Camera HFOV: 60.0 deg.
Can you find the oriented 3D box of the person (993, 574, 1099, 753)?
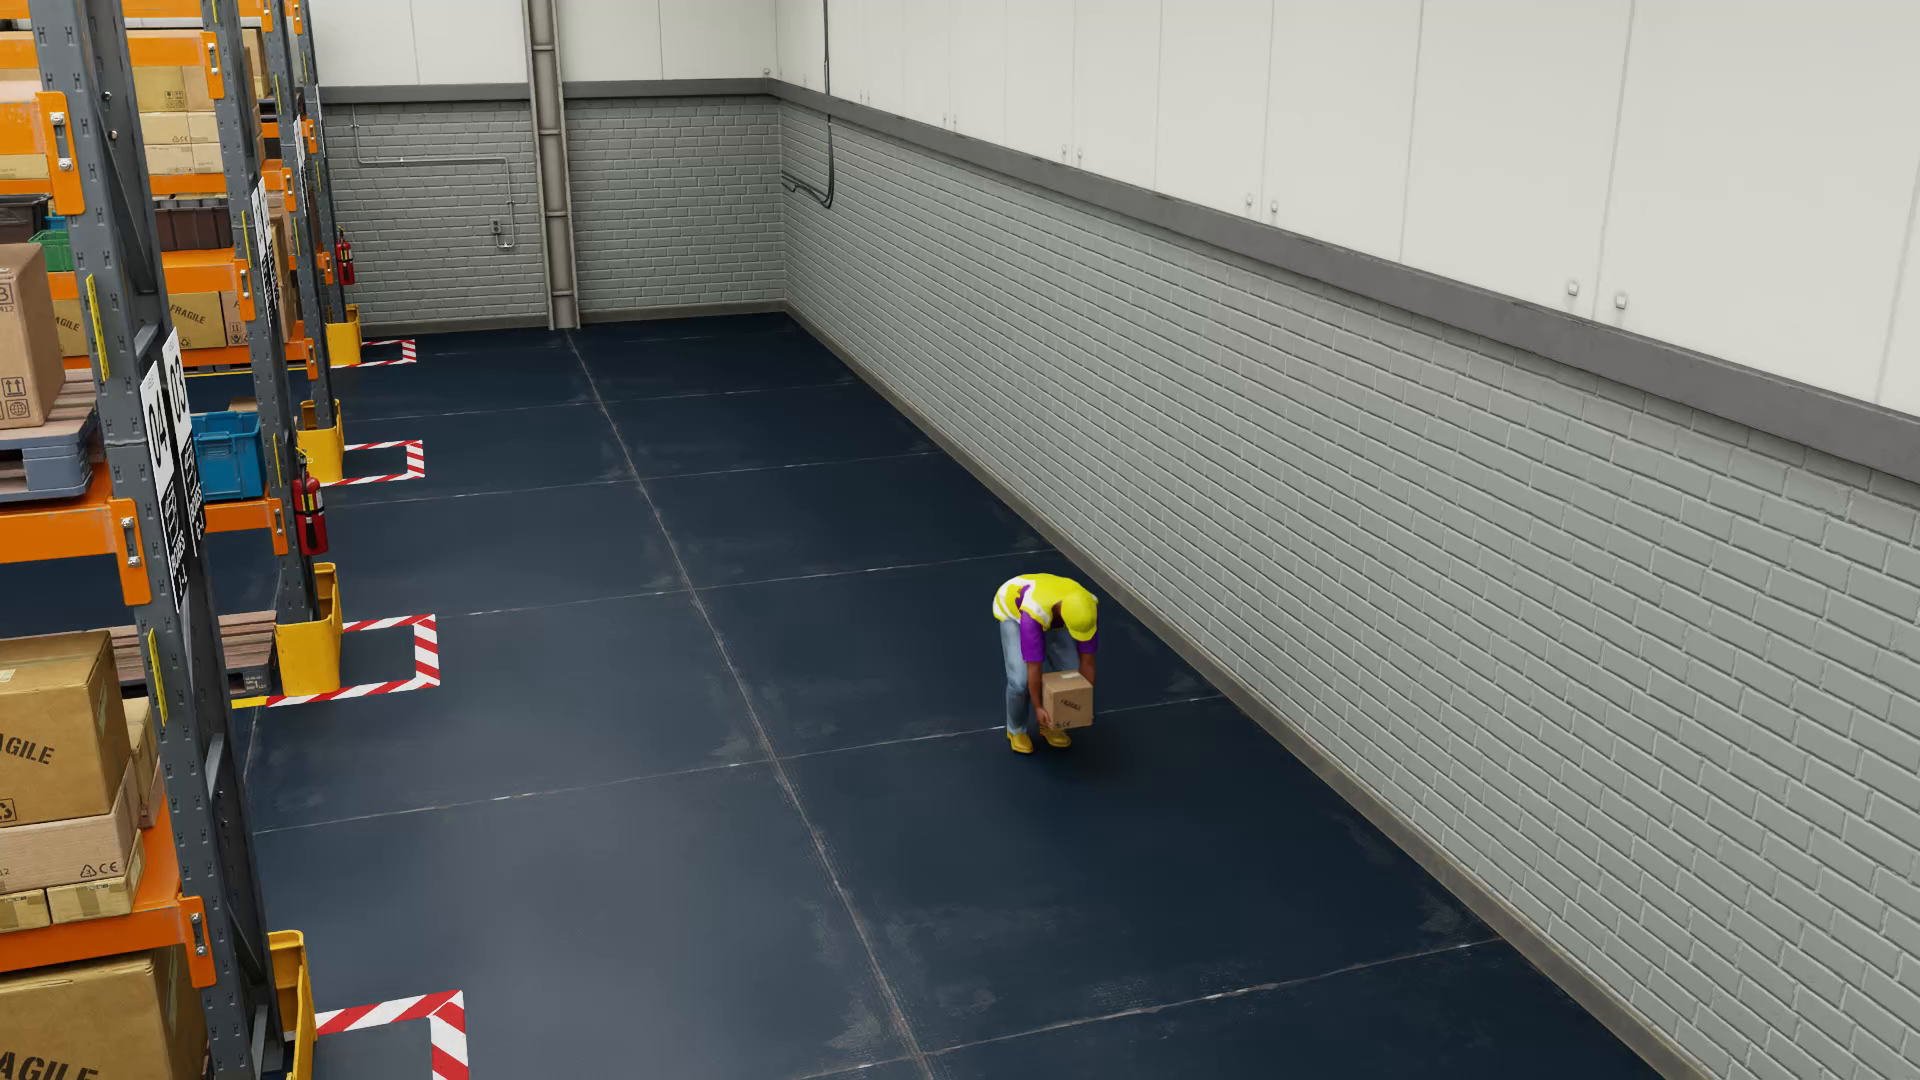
[{"bbox_3d":[0.542,0.727,9.842,0.503,1.166,0.956,-7,20,-20],"label":"person"}]
